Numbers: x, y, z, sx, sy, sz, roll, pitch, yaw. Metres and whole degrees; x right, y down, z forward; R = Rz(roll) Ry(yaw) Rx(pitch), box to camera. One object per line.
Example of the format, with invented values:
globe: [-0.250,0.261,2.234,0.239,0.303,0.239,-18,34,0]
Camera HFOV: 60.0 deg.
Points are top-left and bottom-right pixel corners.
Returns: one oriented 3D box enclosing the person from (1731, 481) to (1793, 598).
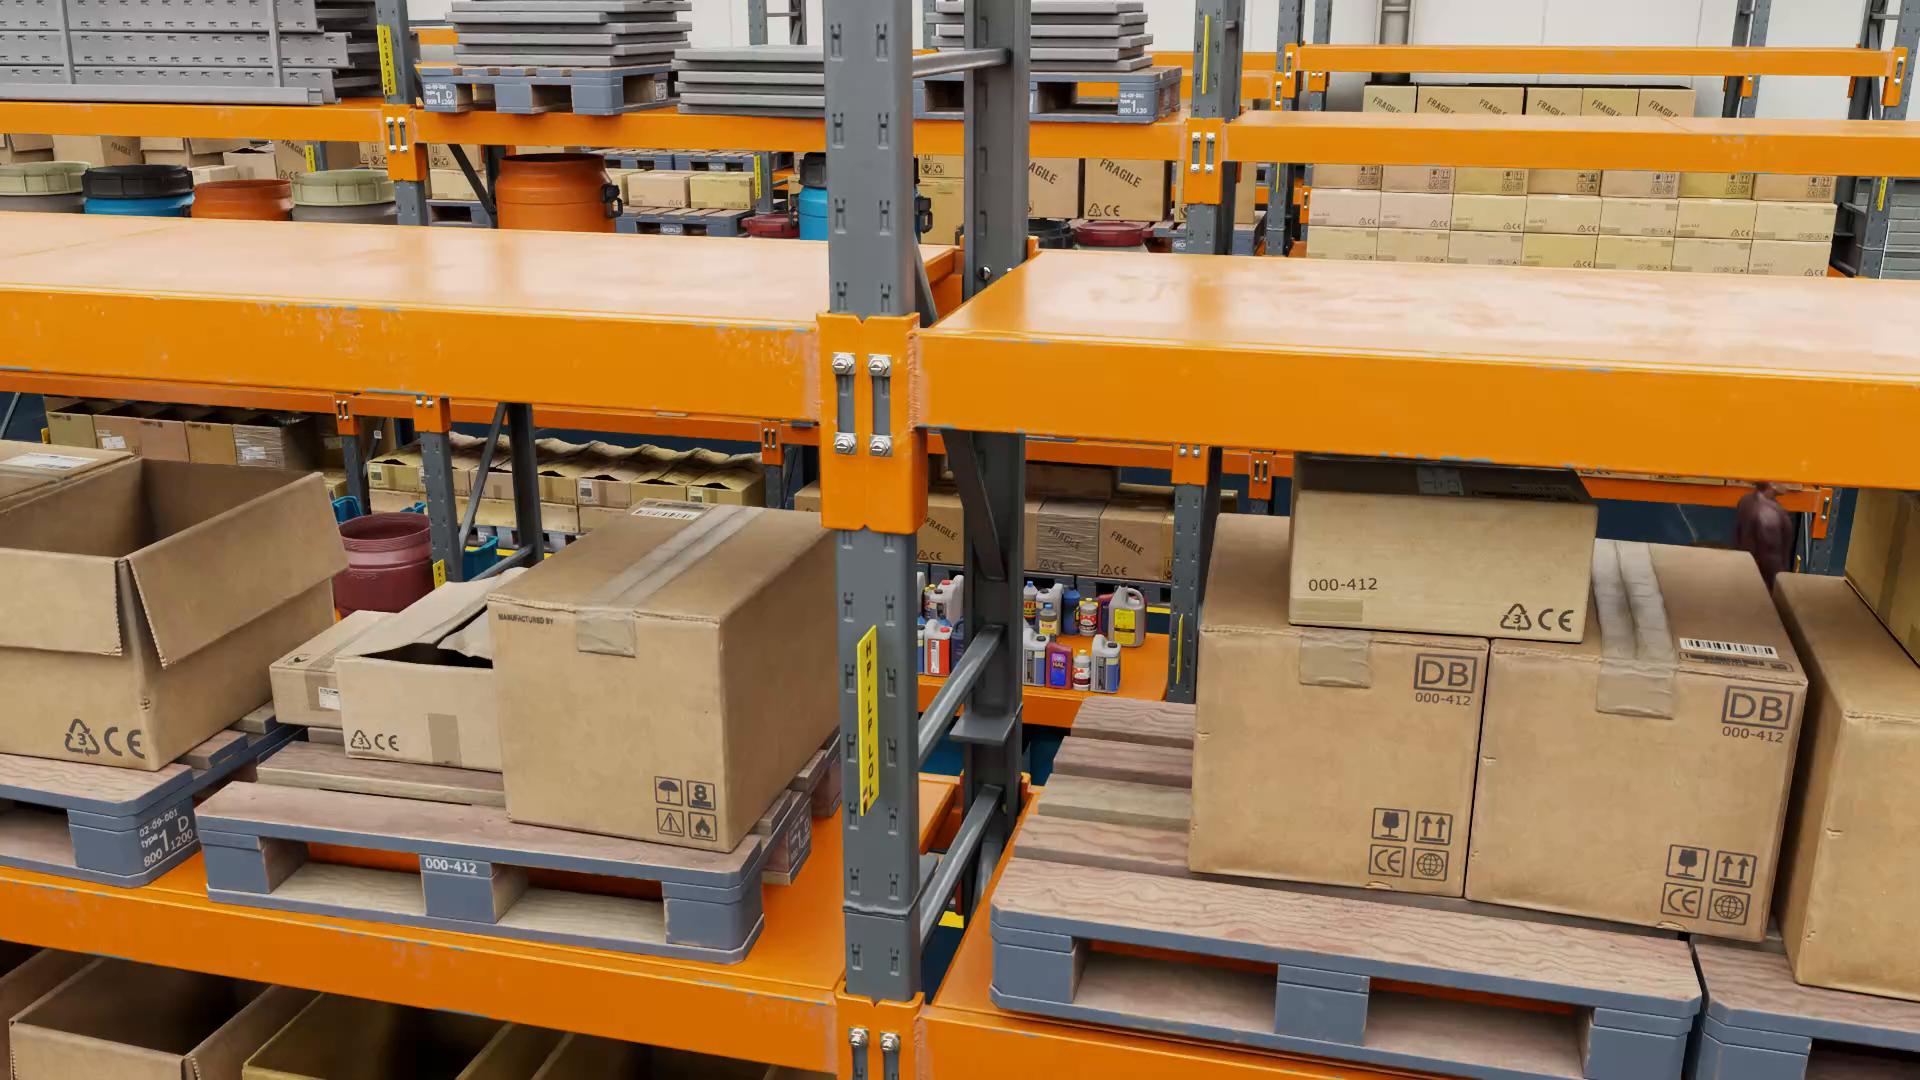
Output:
person: [5.314,0.347,10.980,0.491,1.809,0.588,4,18,12]
